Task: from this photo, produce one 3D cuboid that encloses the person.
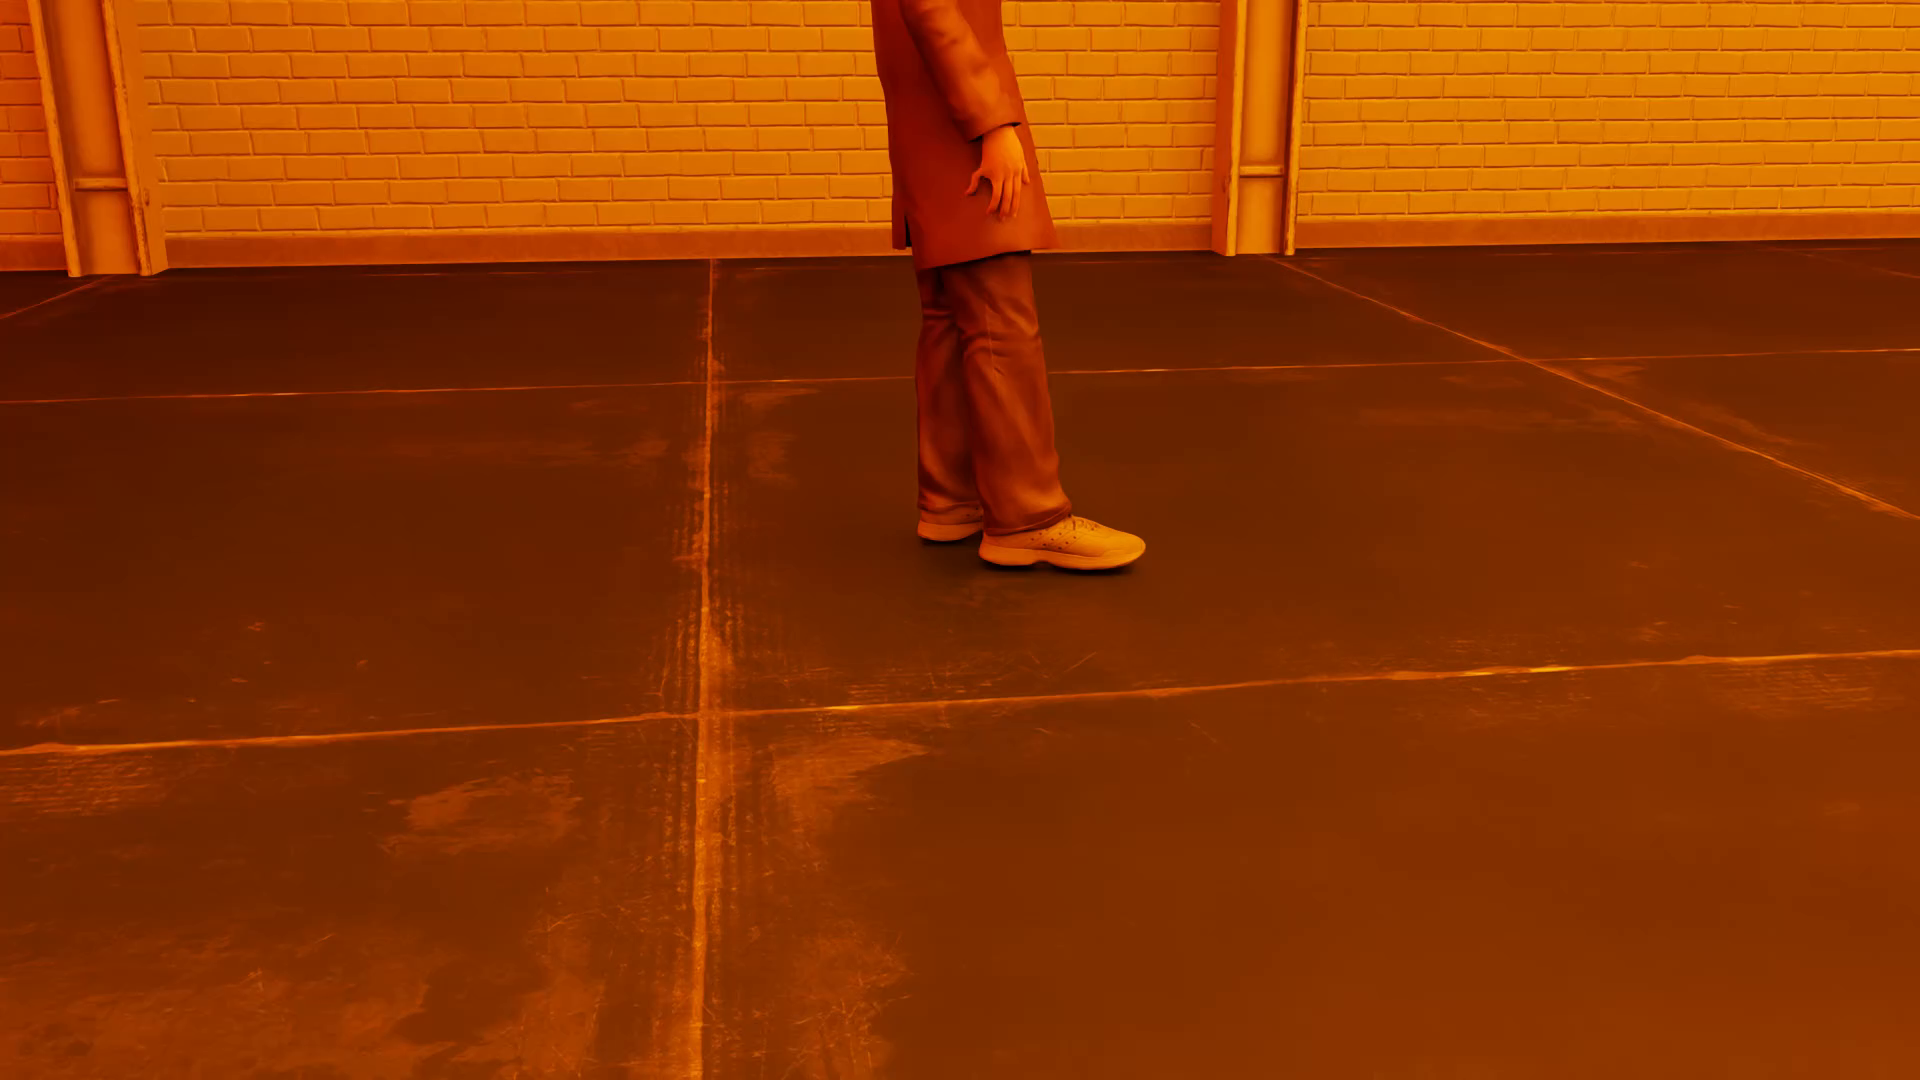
[{"bbox_3d":[0.092,-0.861,3.716,0.579,1.777,0.698,-2,17,-8],"label":"person"}]
